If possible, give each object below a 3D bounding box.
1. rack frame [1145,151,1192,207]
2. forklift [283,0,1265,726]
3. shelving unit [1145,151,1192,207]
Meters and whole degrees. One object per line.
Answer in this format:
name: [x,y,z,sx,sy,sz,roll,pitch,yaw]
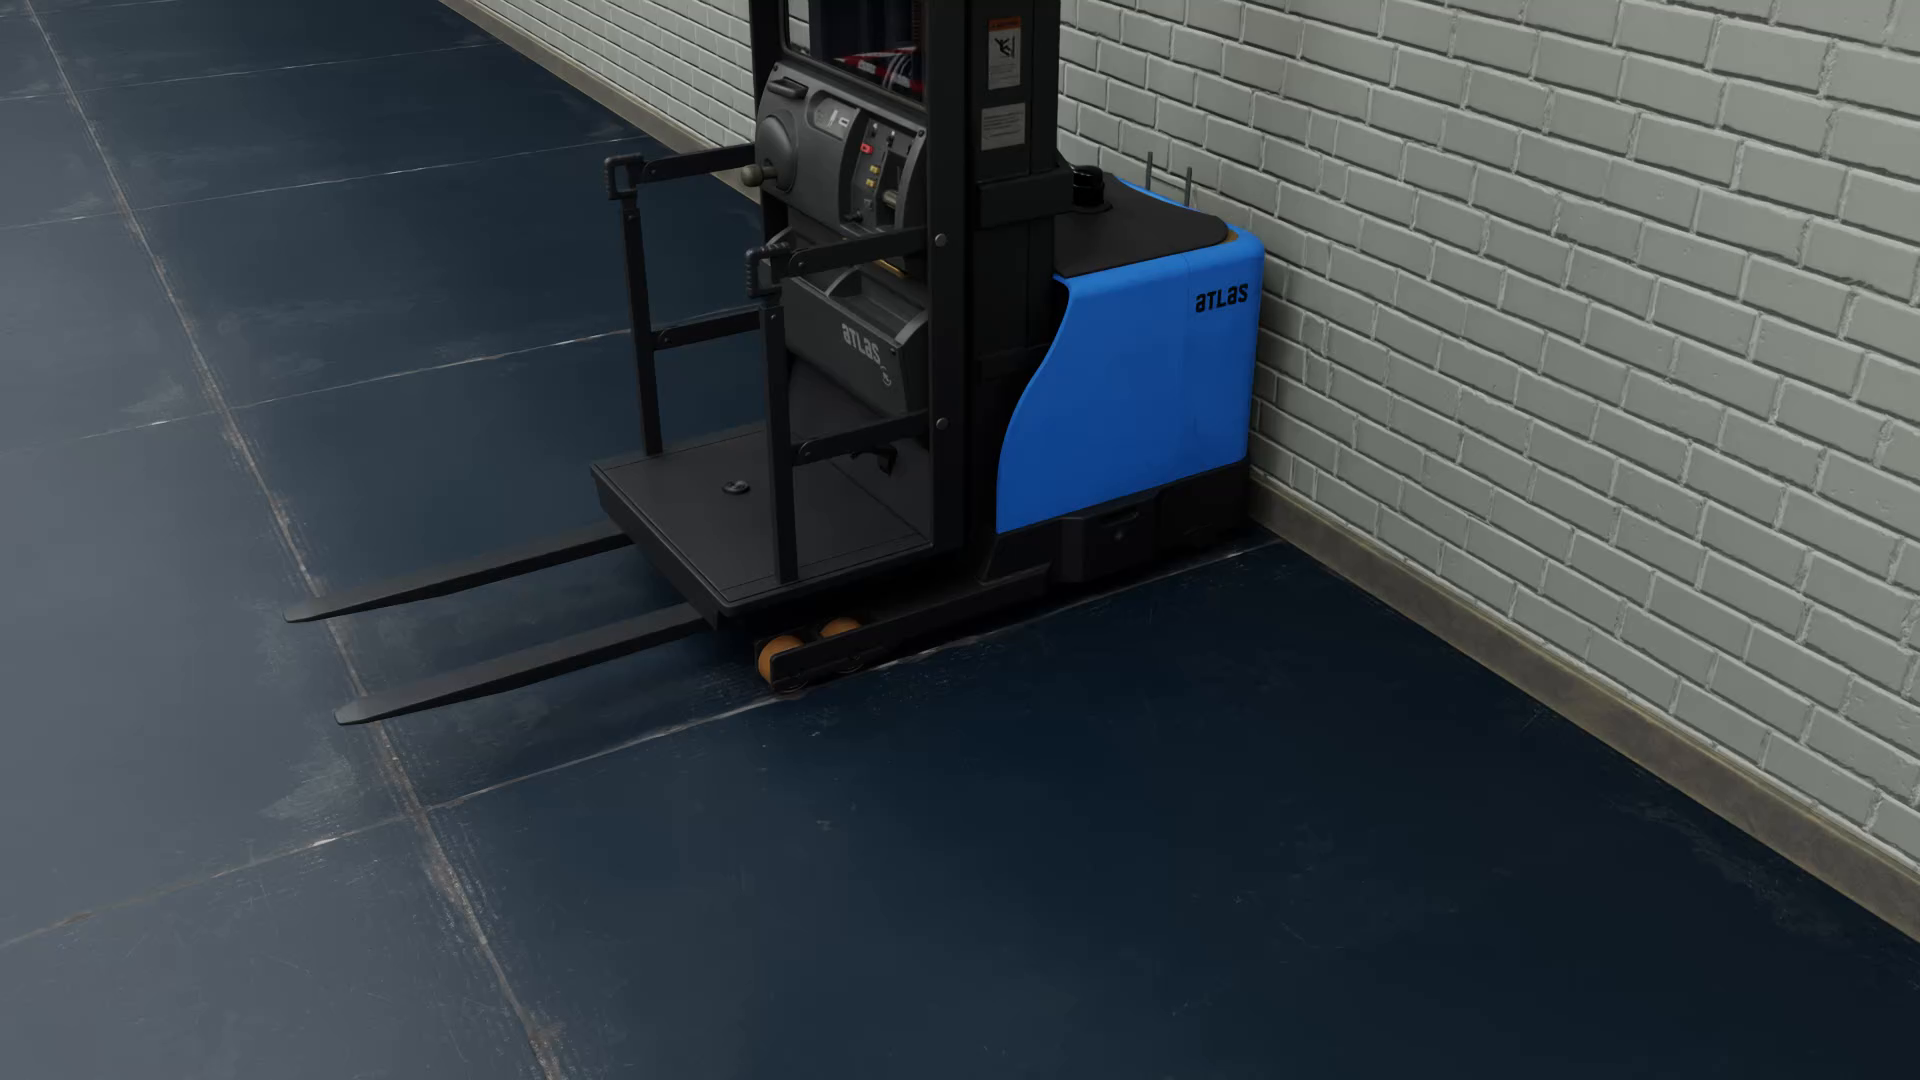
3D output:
rack frame: [0.687,-0.742,5.846,0.006,1.200,0.240,-14,31,-27]
forklift: [-0.536,-1.123,4.751,3.031,2.935,1.130,-17,33,-28]
shelving unit: [0.766,-0.761,5.887,0.189,1.200,0.258,-14,31,-27]
